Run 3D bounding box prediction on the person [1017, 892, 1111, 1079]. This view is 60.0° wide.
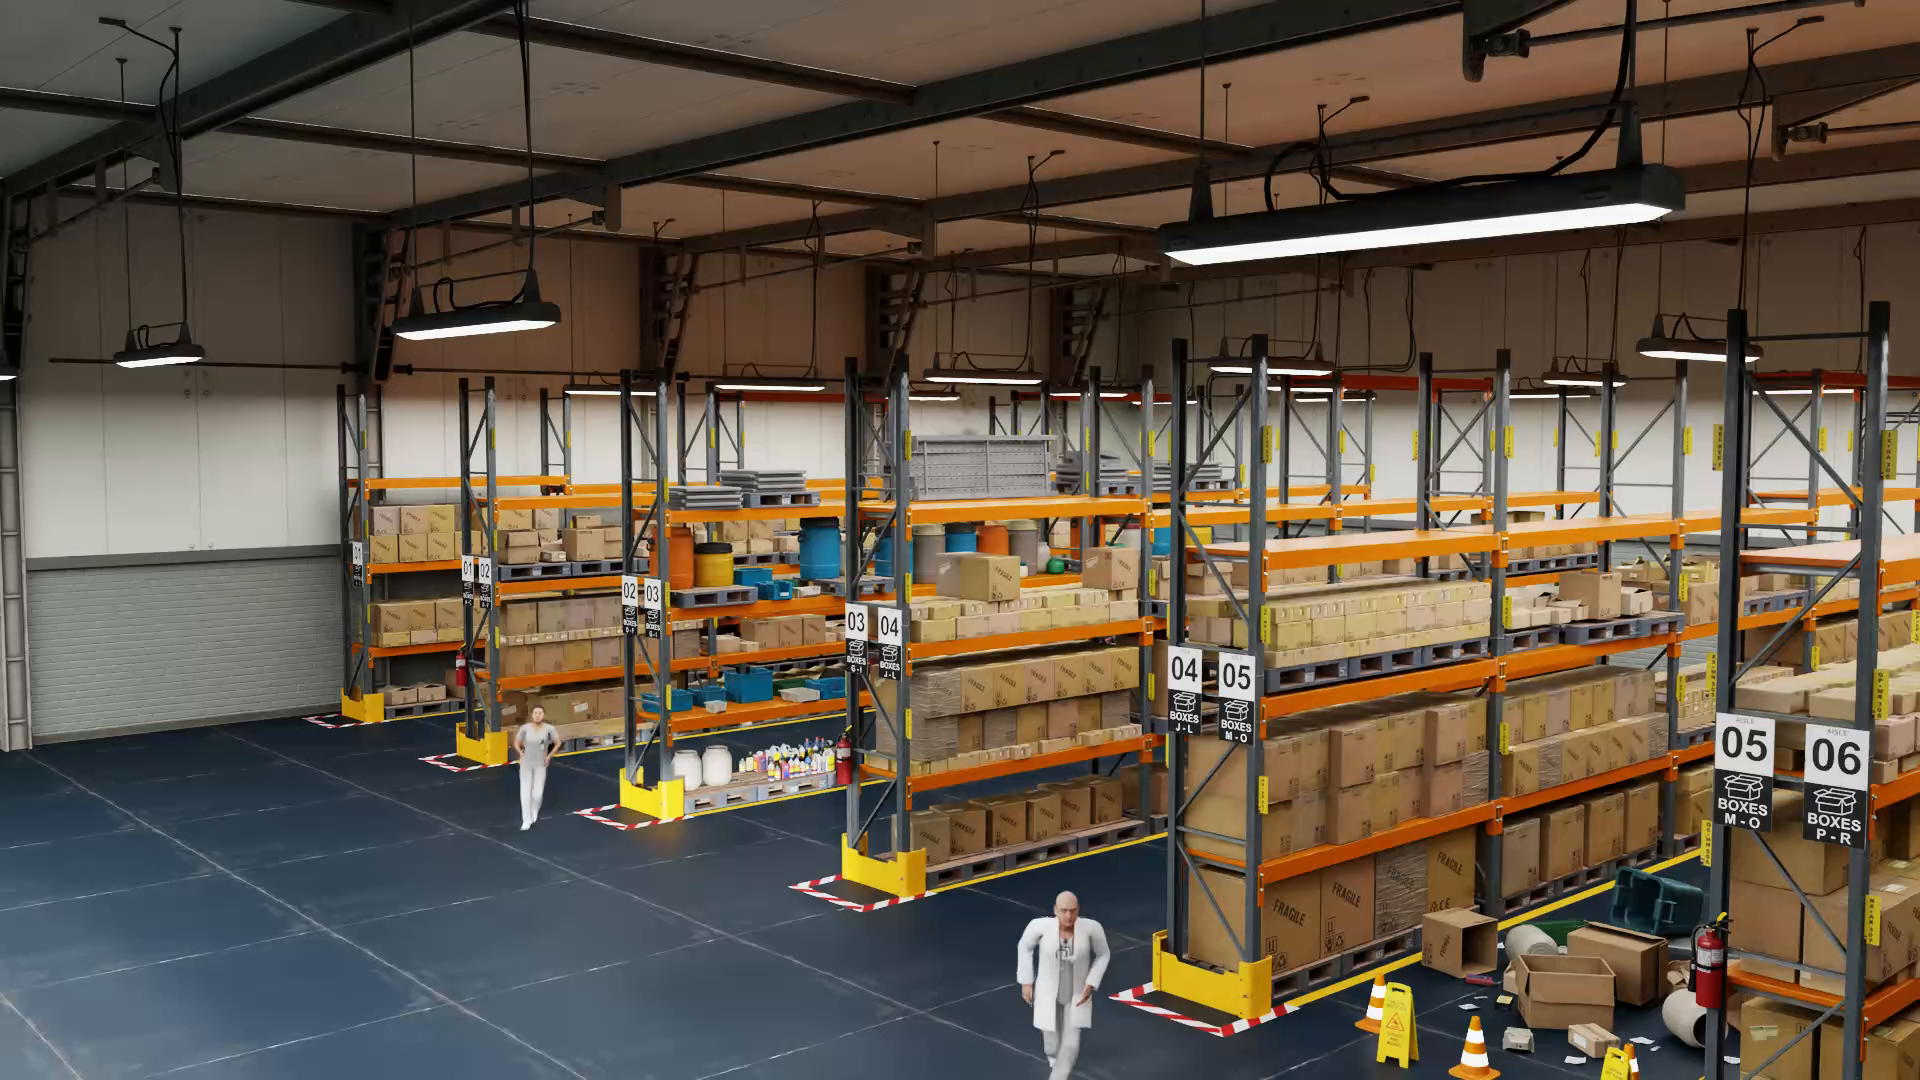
[{"bbox_3d":[0.790,3.531,12.780,0.703,1.614,0.766,0,4,-4],"label":"person"}]

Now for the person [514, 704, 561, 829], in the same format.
[{"bbox_3d":[-5.494,2.941,21.575,0.582,1.621,0.581,0,4,-6],"label":"person"}]
